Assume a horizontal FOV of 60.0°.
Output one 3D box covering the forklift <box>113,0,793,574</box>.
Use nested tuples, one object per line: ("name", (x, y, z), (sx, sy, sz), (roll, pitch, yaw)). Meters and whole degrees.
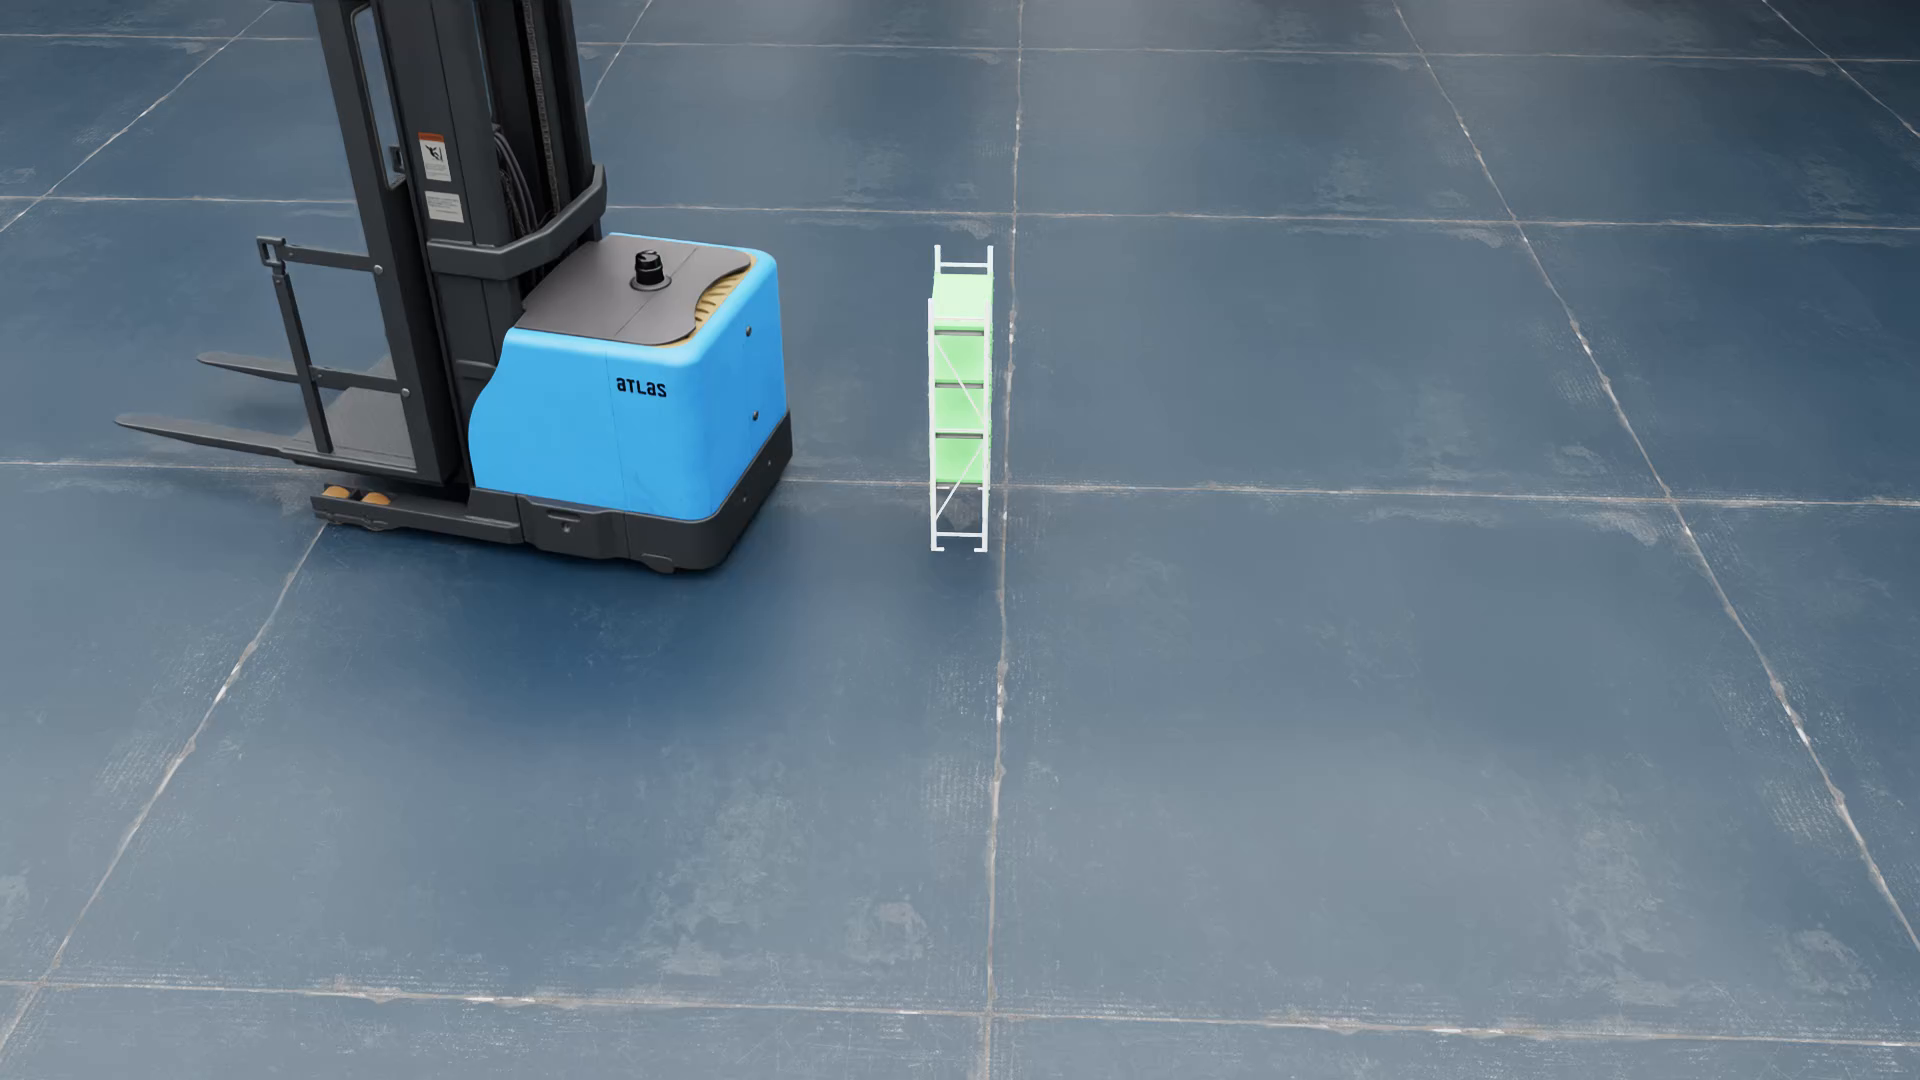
("forklift", (-2.348, -1.521, 6.865), (3.031, 2.935, 1.130), (9, 36, 12))

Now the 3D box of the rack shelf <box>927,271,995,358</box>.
("rack shelf", (0.007, -0.926, 6.801), (0.258, 0.148, 0.480), (1, 35, 2))

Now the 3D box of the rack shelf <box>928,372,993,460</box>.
("rack shelf", (0.007, -0.534, 7.077), (0.258, 0.148, 0.480), (1, 35, 2))

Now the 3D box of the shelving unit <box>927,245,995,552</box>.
("shelving unit", (0.007, -0.586, 7.040), (0.258, 1.200, 0.503), (1, 35, 2))

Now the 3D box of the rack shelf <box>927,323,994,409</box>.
("rack shelf", (0.007, -0.730, 6.939), (0.258, 0.148, 0.480), (1, 35, 2))

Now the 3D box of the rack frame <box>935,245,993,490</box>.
("rack frame", (0.016, -0.726, 7.240), (0.240, 1.200, 0.015), (1, 35, 2))

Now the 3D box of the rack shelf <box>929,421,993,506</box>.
("rack shelf", (0.007, -0.337, 7.215), (0.258, 0.148, 0.480), (1, 35, 2))

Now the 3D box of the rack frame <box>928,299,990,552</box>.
("rack frame", (-0.003, -0.446, 6.841), (0.240, 1.200, 0.015), (1, 35, 2))
